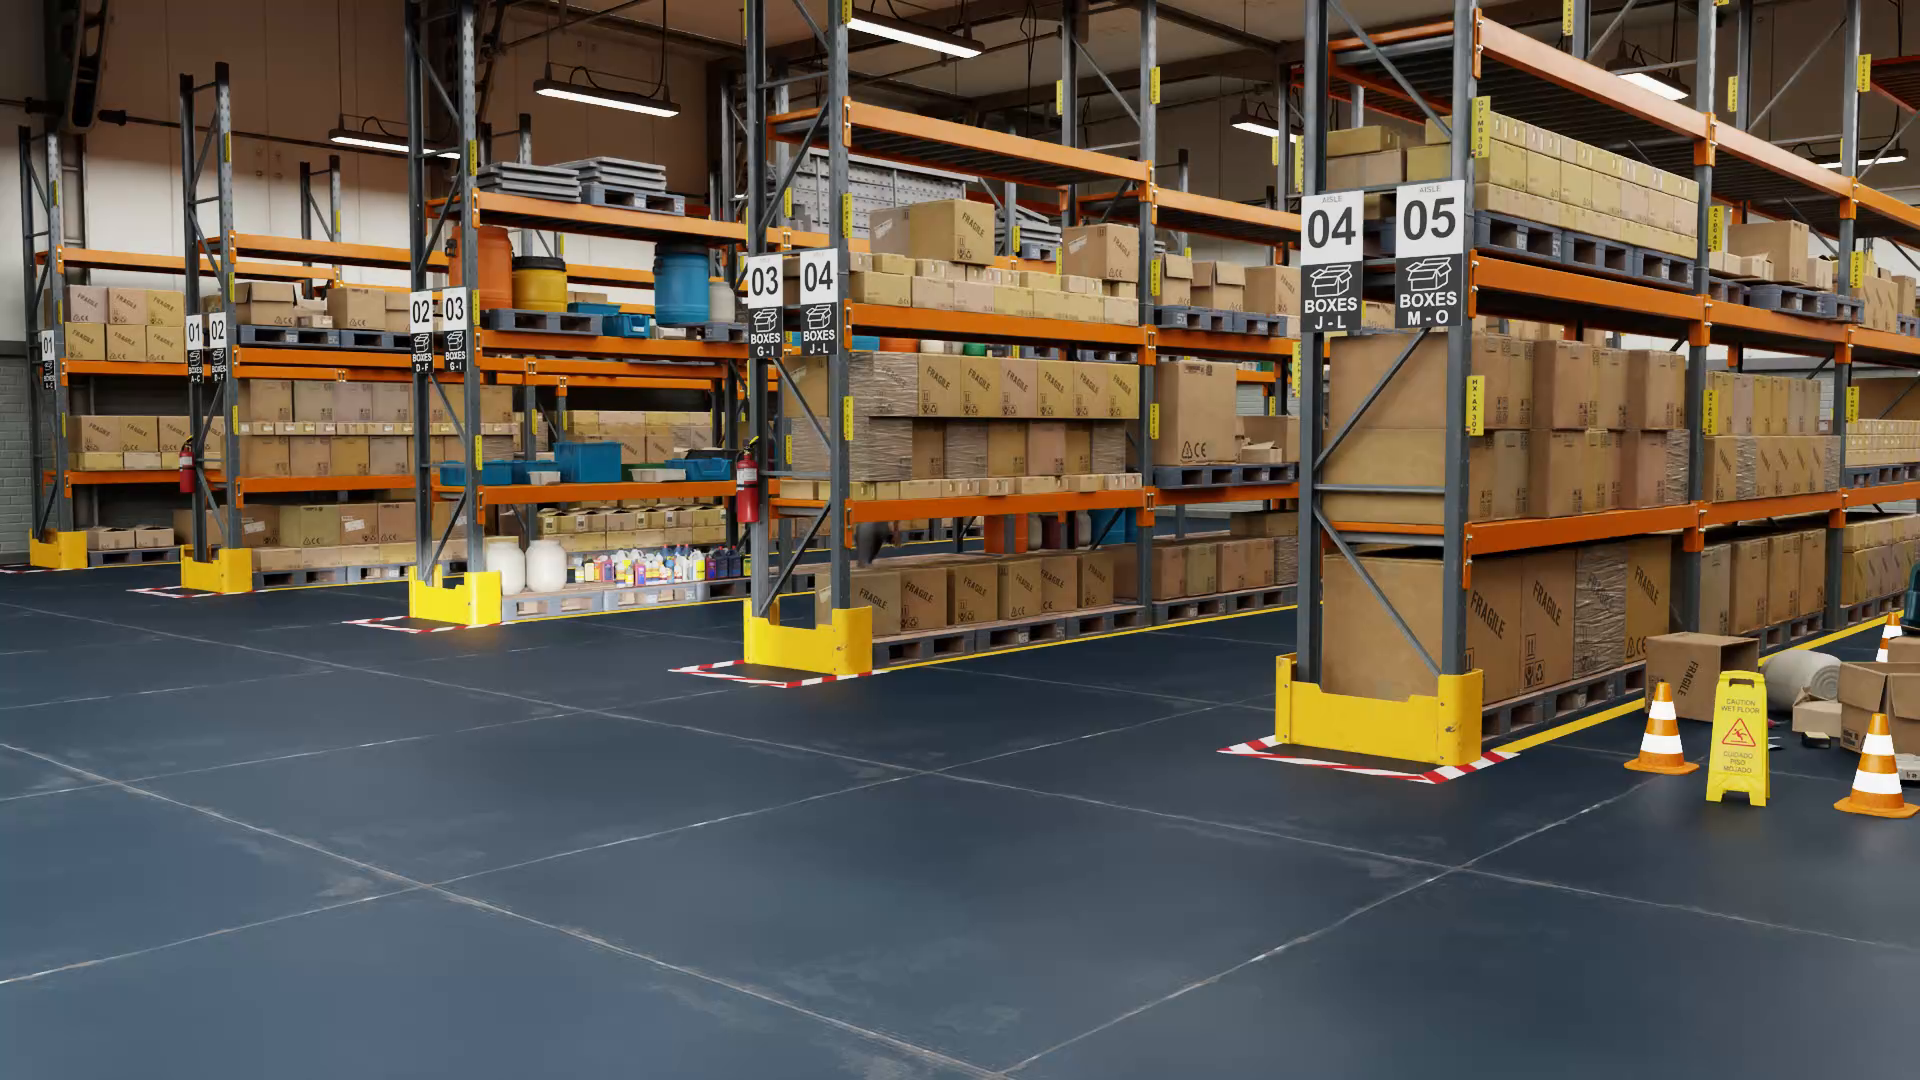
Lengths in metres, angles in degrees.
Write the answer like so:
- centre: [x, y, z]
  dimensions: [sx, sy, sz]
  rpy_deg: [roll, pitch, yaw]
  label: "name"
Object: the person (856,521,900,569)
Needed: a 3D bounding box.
- centre: [-1.006, -0.114, 17.511]
  dimensions: [0.903, 1.583, 0.496]
  rpy_deg: [4, 5, 45]
  label: "person"
